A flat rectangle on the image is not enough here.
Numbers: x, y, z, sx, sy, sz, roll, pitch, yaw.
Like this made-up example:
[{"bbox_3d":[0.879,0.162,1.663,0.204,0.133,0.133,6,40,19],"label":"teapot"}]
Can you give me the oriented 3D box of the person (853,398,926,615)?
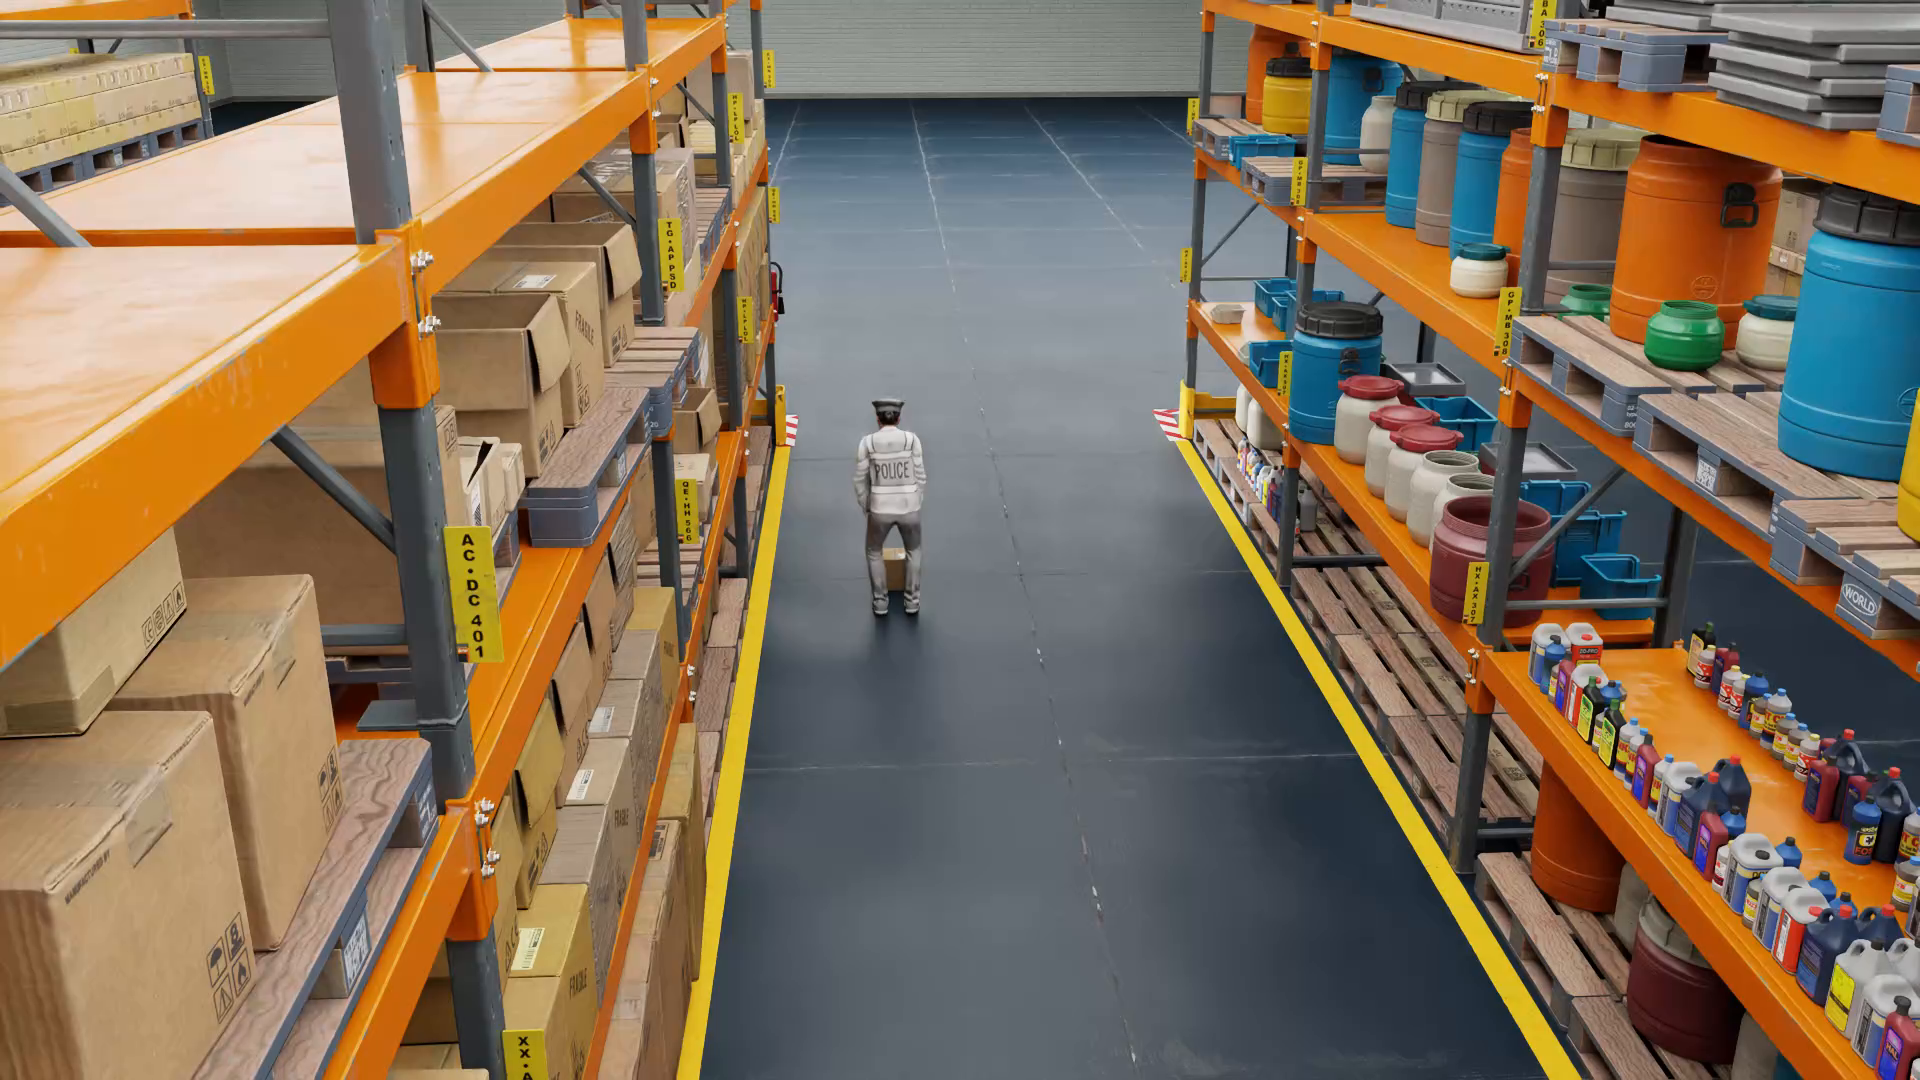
[{"bbox_3d":[-0.499,-0.229,11.864,0.520,1.555,0.543,-1,21,-2],"label":"person"}]
